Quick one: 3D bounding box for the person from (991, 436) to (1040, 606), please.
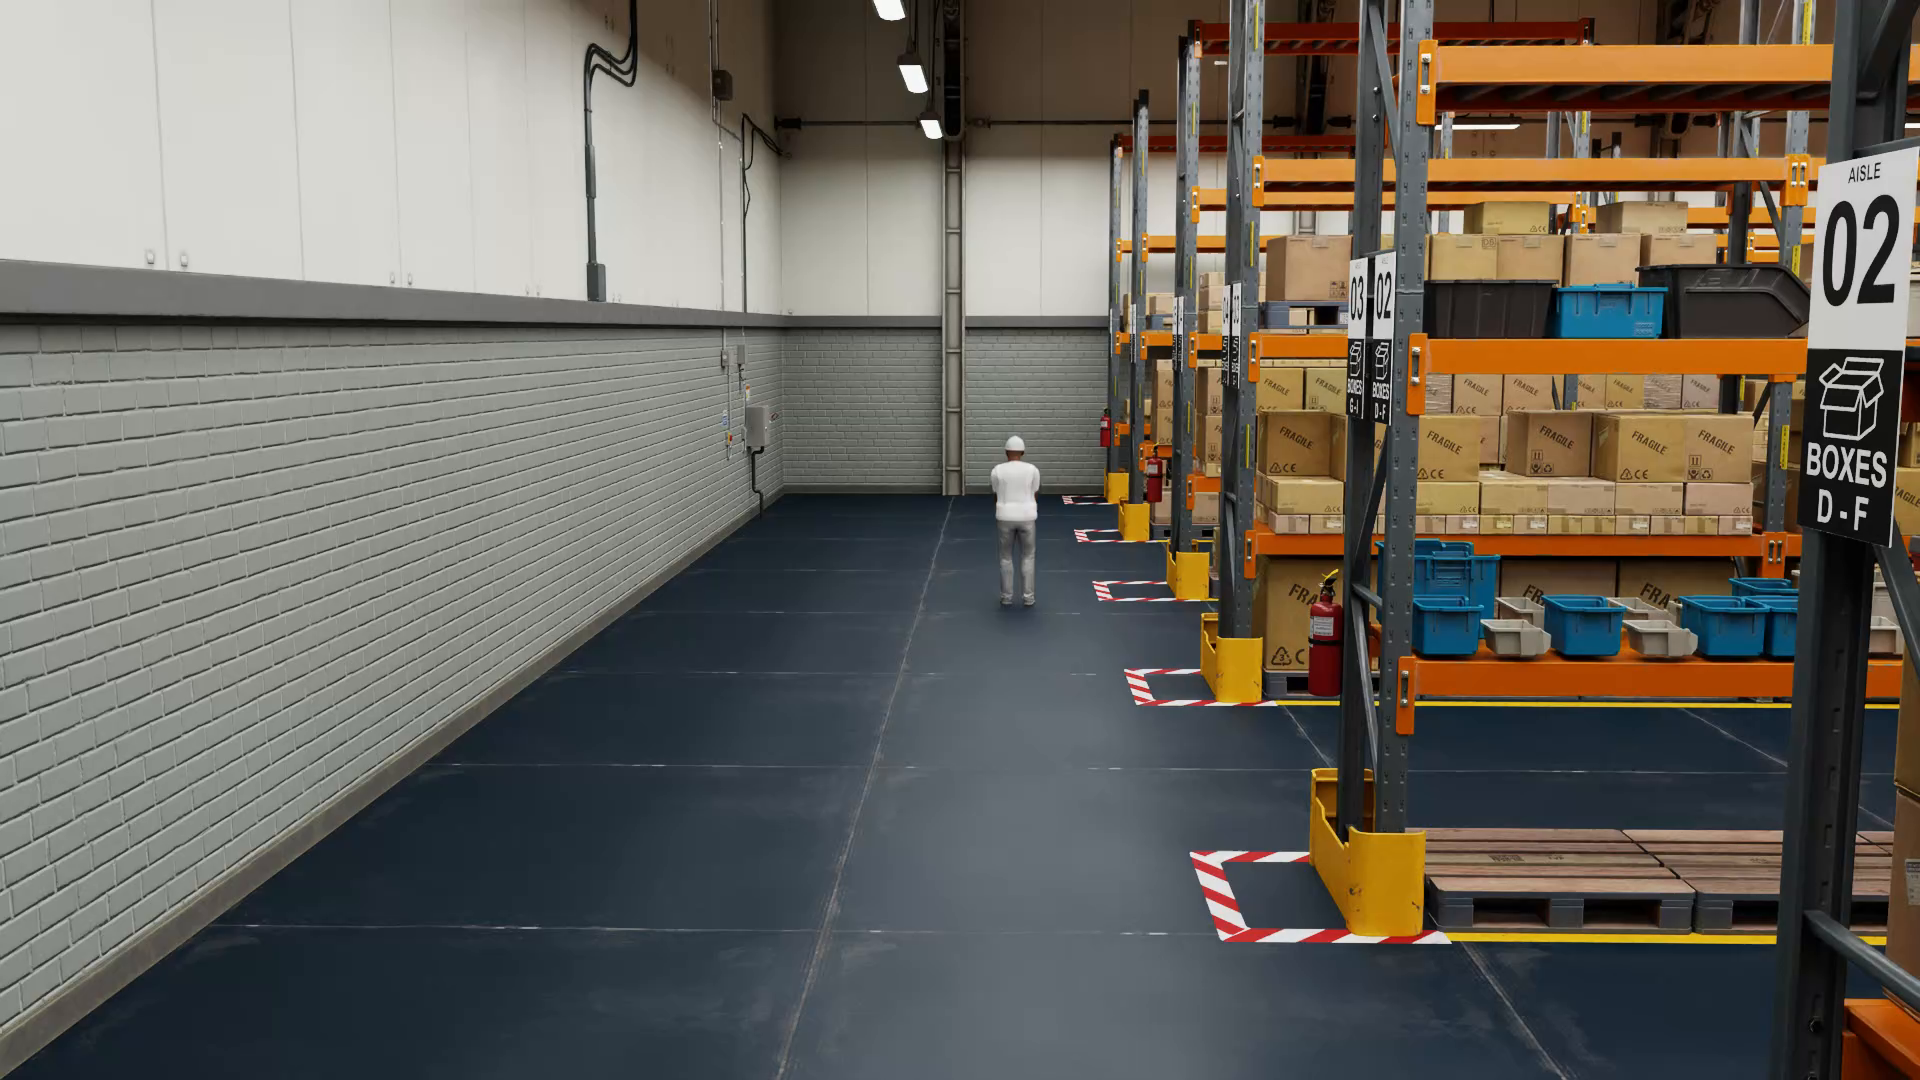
[{"bbox_3d":[0.575,-0.215,17.391,0.505,1.763,0.567,0,7,1],"label":"person"}]
